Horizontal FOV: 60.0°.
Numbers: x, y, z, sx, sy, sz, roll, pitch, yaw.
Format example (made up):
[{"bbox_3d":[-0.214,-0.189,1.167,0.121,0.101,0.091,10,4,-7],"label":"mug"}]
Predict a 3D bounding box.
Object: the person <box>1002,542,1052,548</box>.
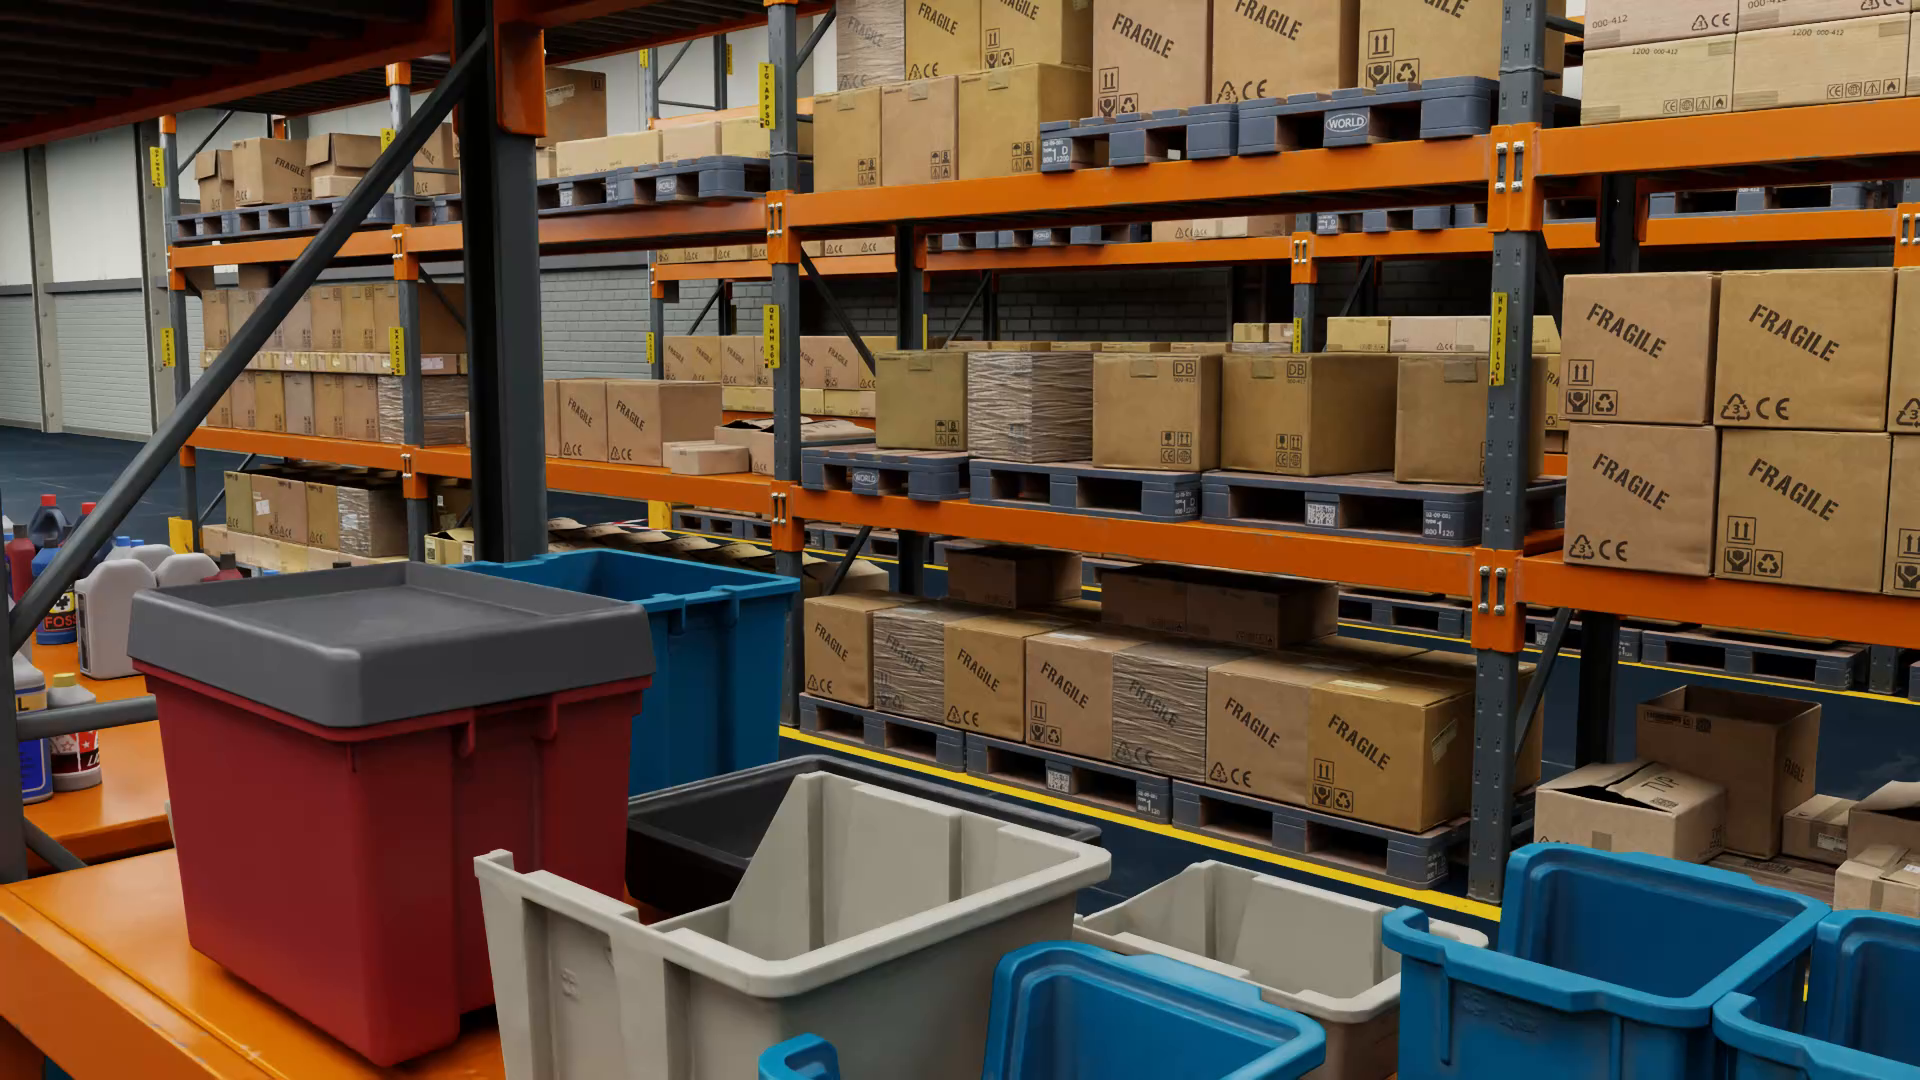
[{"bbox_3d":[0.380,-0.049,10.666,0.701,1.638,0.556,-1,7,-6],"label":"person"}]
